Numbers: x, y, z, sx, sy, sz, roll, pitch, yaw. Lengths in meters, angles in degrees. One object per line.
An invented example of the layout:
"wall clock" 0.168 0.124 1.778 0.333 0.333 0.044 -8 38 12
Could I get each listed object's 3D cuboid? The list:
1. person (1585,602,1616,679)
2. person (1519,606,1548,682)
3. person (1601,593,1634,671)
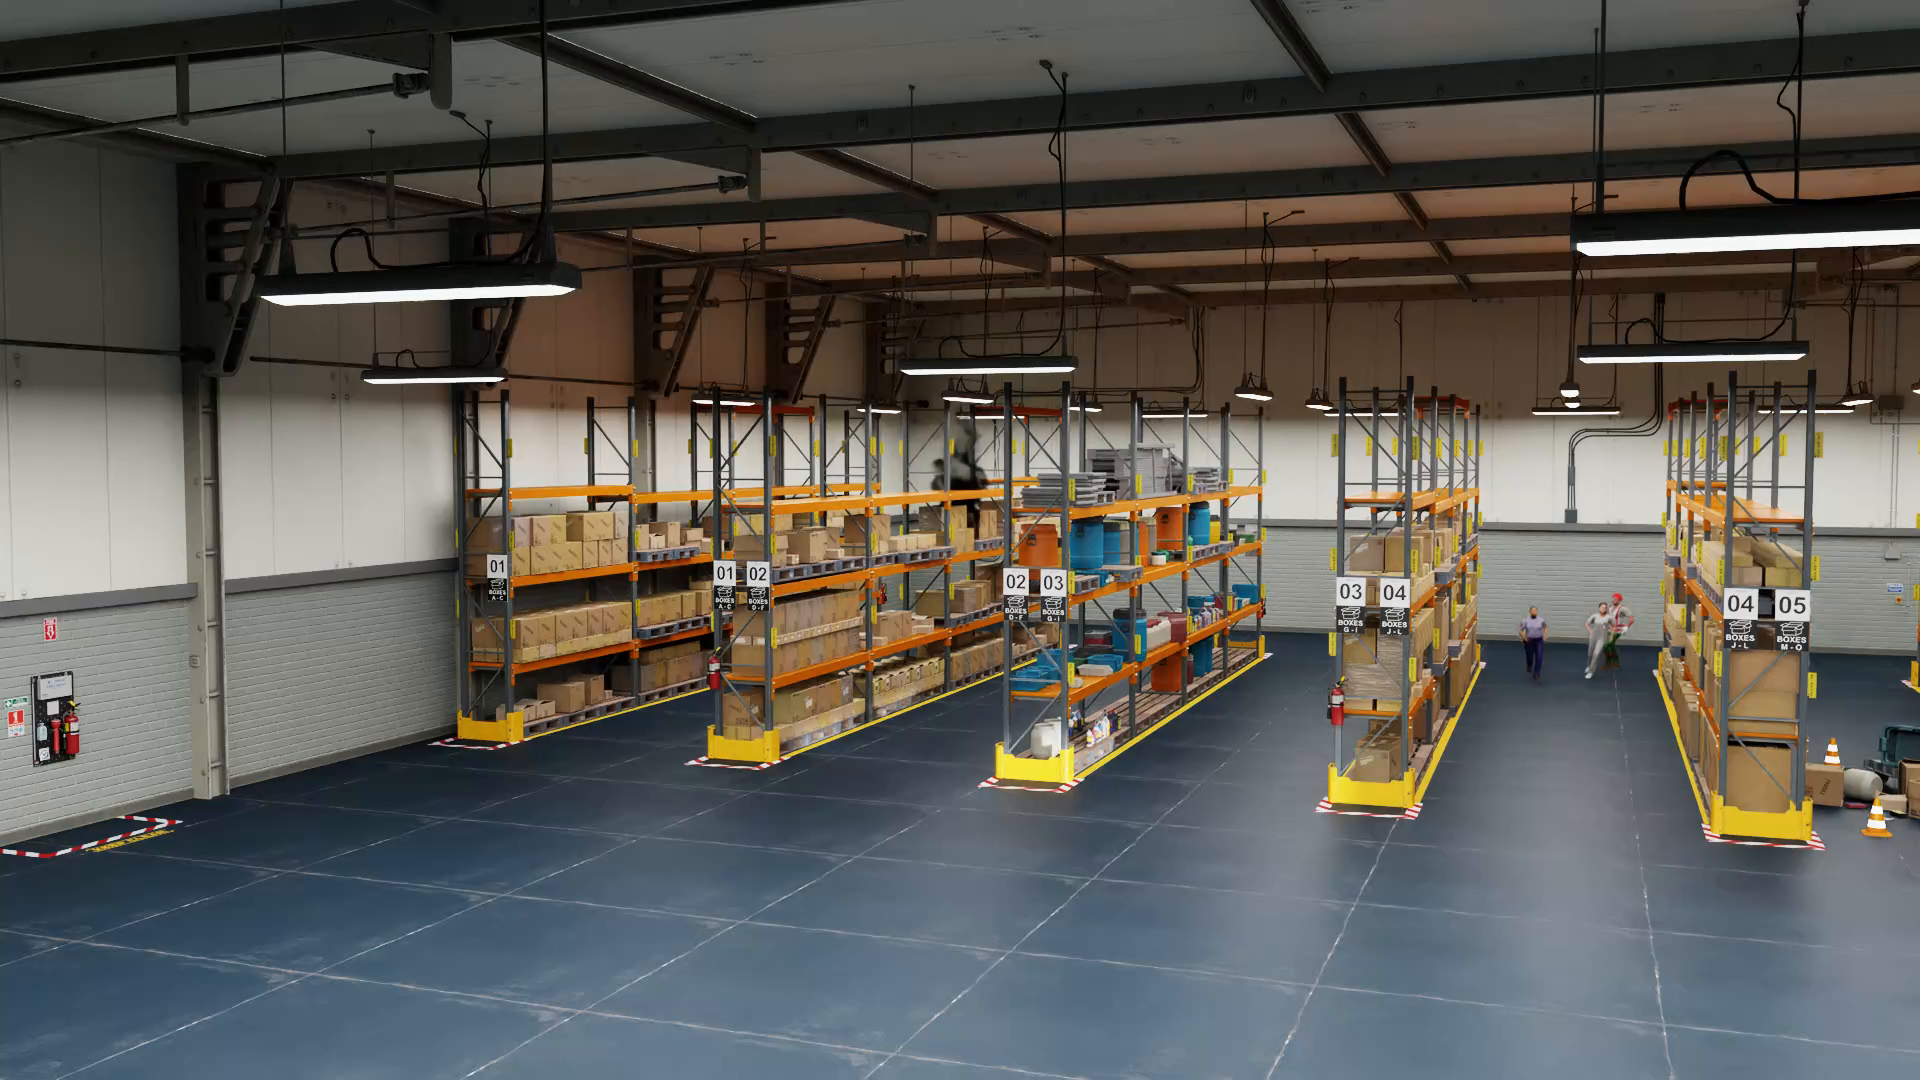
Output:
"person" 13.947 2.172 36.266 0.638 1.630 0.940 2 4 29
"person" 12.408 2.282 35.985 0.619 1.547 0.717 1 3 11
"person" 14.710 2.074 37.372 0.674 1.780 0.718 -1 3 -15
